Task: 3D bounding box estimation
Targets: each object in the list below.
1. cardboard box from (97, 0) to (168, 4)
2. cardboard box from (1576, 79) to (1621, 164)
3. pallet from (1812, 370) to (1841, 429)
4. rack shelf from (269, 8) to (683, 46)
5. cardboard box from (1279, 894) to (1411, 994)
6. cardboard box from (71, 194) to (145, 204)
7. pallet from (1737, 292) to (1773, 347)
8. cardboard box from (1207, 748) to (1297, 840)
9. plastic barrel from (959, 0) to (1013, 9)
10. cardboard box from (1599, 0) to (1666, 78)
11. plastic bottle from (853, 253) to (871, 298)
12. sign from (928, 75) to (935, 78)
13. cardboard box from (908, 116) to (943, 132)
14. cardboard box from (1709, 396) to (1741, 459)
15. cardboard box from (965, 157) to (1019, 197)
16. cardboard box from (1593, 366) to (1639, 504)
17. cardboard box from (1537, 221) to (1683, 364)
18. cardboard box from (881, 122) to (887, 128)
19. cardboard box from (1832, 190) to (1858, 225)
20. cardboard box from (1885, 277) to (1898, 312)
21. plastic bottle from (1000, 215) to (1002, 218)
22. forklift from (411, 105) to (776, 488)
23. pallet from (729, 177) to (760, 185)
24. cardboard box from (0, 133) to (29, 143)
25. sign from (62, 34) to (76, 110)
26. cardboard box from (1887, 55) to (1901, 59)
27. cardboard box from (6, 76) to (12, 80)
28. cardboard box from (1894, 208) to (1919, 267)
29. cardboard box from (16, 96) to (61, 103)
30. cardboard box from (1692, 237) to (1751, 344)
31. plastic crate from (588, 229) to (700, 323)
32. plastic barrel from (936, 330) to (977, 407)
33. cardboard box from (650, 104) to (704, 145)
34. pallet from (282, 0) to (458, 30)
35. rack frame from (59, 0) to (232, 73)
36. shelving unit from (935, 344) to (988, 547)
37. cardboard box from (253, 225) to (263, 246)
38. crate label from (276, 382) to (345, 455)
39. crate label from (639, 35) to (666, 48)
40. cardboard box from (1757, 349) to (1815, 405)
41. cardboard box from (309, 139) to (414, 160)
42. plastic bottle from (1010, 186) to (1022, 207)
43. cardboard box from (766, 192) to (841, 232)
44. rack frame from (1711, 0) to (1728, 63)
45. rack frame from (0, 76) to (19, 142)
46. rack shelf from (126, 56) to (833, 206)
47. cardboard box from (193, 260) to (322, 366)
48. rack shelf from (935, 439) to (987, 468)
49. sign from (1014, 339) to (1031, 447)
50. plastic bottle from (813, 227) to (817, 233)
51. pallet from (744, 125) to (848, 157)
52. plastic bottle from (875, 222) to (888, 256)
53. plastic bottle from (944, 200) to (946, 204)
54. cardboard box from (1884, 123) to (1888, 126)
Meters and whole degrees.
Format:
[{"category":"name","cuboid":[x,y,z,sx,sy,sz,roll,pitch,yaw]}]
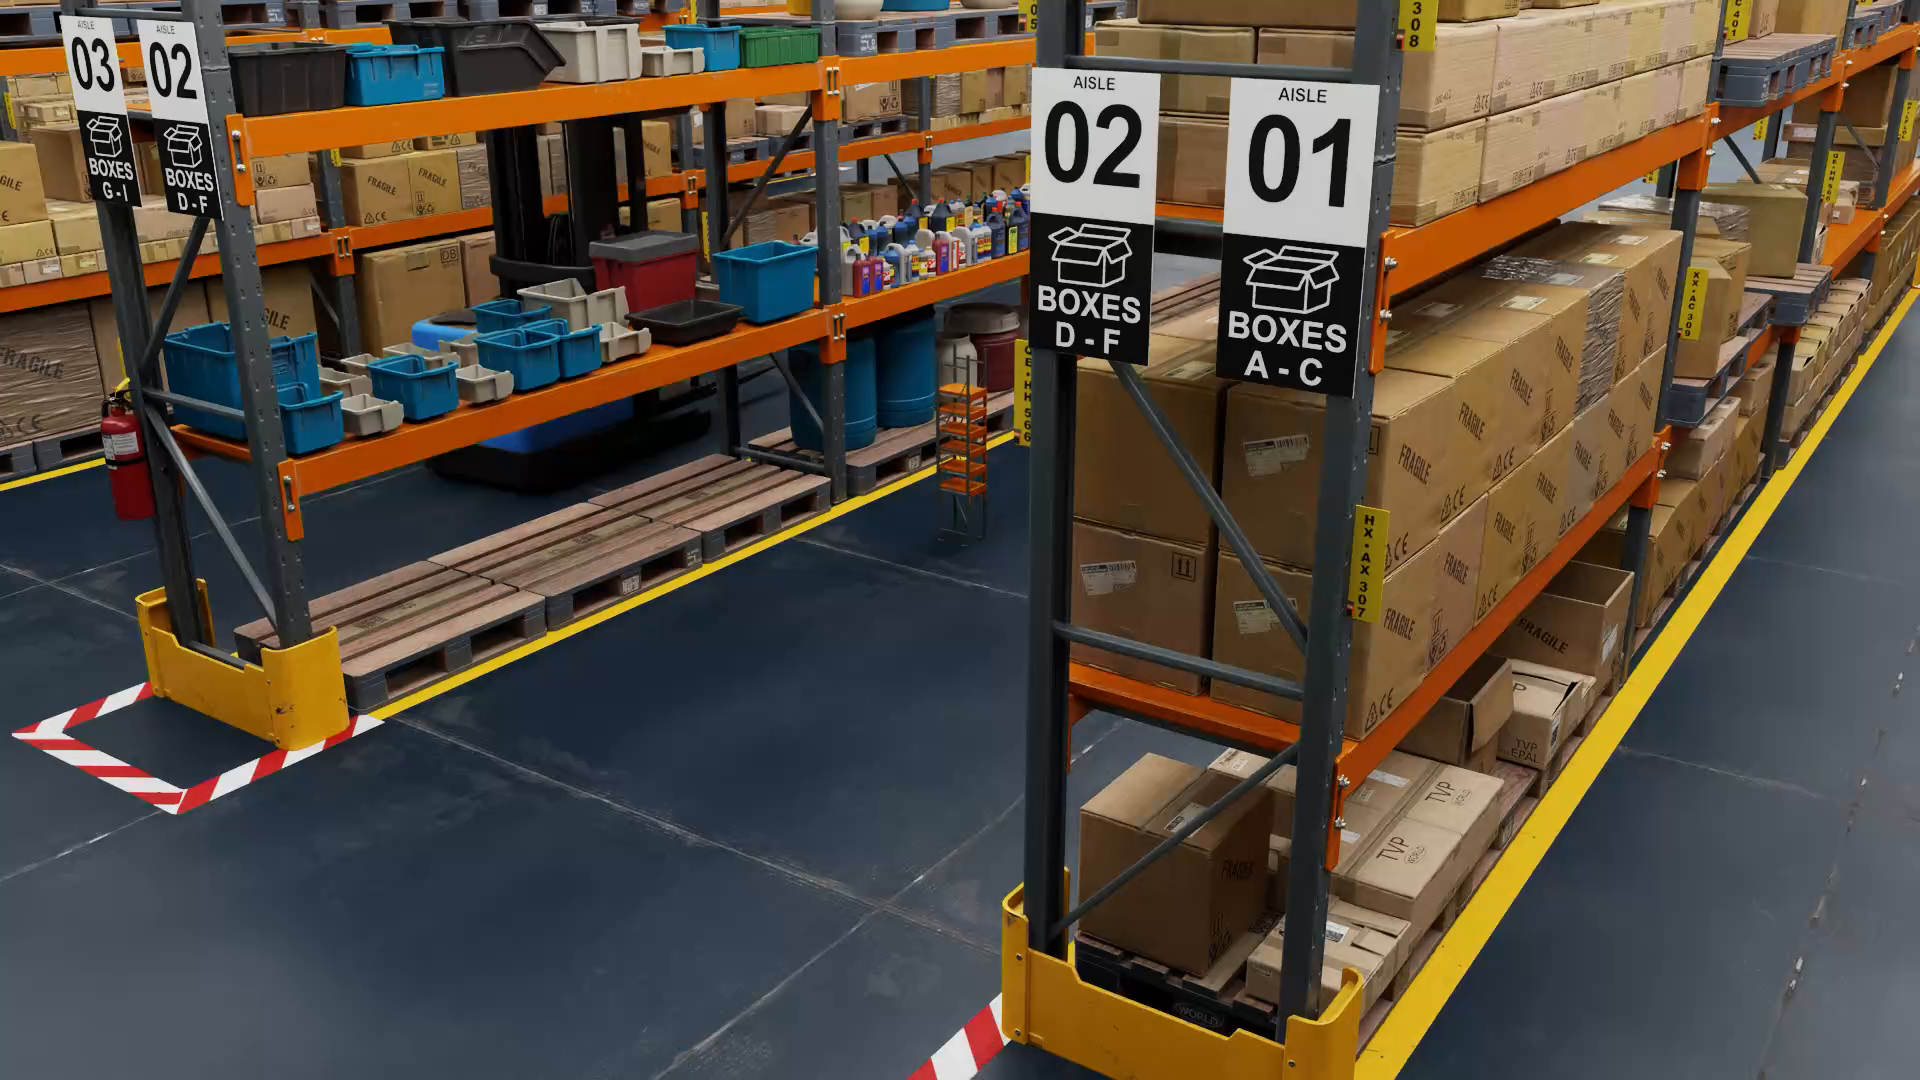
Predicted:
[{"category":"cardboard box","cuboid":[-5.984,-4.021,11.595,0.700,0.500,0.500,15,25,35]},{"category":"cardboard box","cuboid":[2.000,-1.496,5.879,0.500,0.250,0.500,13,24,32]},{"category":"pallet","cuboid":[6.333,-1.197,13.198,1.003,0.211,1.213,13,24,32]},{"category":"rack shelf","cuboid":[-4.164,-4.357,14.432,1.077,0.370,4.000,13,24,32]},{"category":"cardboard box","cuboid":[1.314,1.365,5.701,0.380,0.166,0.250,13,24,32]},{"category":"cardboard box","cuboid":[-6.339,-2.407,12.237,0.500,0.250,0.500,14,24,33]},{"category":"pallet","cuboid":[4.062,-1.279,9.676,1.003,0.211,1.213,13,24,32]},{"category":"cardboard box","cuboid":[1.315,0.980,6.622,0.500,0.250,0.500,13,24,32]},{"category":"plastic barrel","cuboid":[0.185,-4.025,11.697,0.433,0.535,0.433,0,20,0]},{"category":"cardboard box","cuboid":[2.287,-1.873,6.177,0.500,0.250,0.500,13,24,32]},{"category":"plastic bottle","cuboid":[-0.633,-1.715,10.745,0.061,0.283,0.133,13,24,32]},{"category":"sign","cuboid":[-0.330,-5.445,18.991,0.100,0.325,0.005,13,24,32]},{"category":"cardboard box","cuboid":[-0.421,-4.894,19.534,0.380,0.149,0.250,13,24,32]},{"category":"cardboard box","cuboid":[4.220,-0.688,9.690,0.500,0.250,0.500,13,24,31]},{"category":"cardboard box","cuboid":[0.417,-4.651,21.513,0.500,0.500,0.500,16,26,37]},{"category":"cardboard box","cuboid":[2.545,-0.486,7.110,0.500,0.500,0.500,14,25,33]},{"category":"cardboard box","cuboid":[2.833,-1.101,7.331,0.500,0.500,0.500,13,24,32]},{"category":"cardboard box","cuboid":[-0.913,-5.010,19.847,0.380,0.149,0.250,13,24,32]},{"category":"cardboard box","cuboid":[7.058,-2.725,13.501,0.396,0.266,0.258,13,24,31]},{"category":"cardboard box","cuboid":[8.482,-2.342,15.631,0.500,0.250,0.500,13,24,32]},{"category":"plastic bottle","cuboid":[0.310,-2.234,12.148,0.061,0.283,0.133,13,24,32]},{"category":"forklift","cuboid":[-2.521,-2.182,11.939,1.130,2.935,3.031,11,23,28]},{"category":"pallet","cuboid":[-3.659,-5.252,24.158,1.003,0.211,1.213,13,24,32]},{"category":"cardboard box","cuboid":[-9.274,-3.941,16.353,0.380,0.149,0.250,13,24,31]},{"category":"sign","cuboid":[-3.904,-2.060,7.338,0.100,0.325,0.005,13,24,32]},{"category":"cardboard box","cuboid":[8.209,-4.148,15.142,0.700,0.500,0.500,13,24,32]},{"category":"cardboard box","cuboid":[-11.876,-5.820,20.090,0.500,0.500,0.500,13,24,32]},{"category":"cardboard box","cuboid":[9.043,-2.981,16.277,0.500,0.500,0.500,13,24,32]},{"category":"cardboard box","cuboid":[-9.119,-4.298,16.461,0.380,0.149,0.250,12,24,30]},{"category":"cardboard box","cuboid":[3.688,-1.326,8.777,0.700,0.500,0.500,18,27,40]},{"category":"plastic crate","cuboid":[-1.901,-1.598,10.083,0.402,0.464,0.583,13,24,32]},{"category":"plastic barrel","cuboid":[-0.083,-1.278,12.377,0.421,0.512,0.421,0,20,0]},{"category":"cardboard box","cuboid":[-2.769,-4.268,16.729,0.500,0.500,0.500,10,23,25]},{"category":"pallet","cuboid":[-4.814,-4.303,13.527,0.805,0.209,1.217,12,24,30]},{"category":"rack frame","cuboid":[-3.440,-3.413,6.522,1.000,3.000,0.127,13,24,32]},{"category":"shelving unit","cuboid":[0.008,-0.567,10.068,0.258,1.200,0.189,13,24,32]},{"category":"cardboard box","cuboid":[-5.478,-2.297,12.512,0.380,0.149,0.250,13,24,31]},{"category":"crate label","cuboid":[-3.029,-0.556,7.599,0.416,0.233,0.303,13,24,32]},{"category":"crate label","cuboid":[-1.706,-2.947,9.963,0.293,0.136,0.466,13,24,32]},{"category":"cardboard box","cuboid":[5.689,-1.191,11.712,0.500,0.311,0.500,14,25,34]},{"category":"cardboard box","cuboid":[-4.936,-3.416,13.585,0.797,0.503,0.637,13,24,30]},{"category":"plastic bottle","cuboid":[0.458,-2.746,13.550,0.097,0.271,0.097,0,20,0]},{"category":"cardboard box","cuboid":[-1.752,-3.577,18.580,0.700,0.500,0.500,11,23,27]},{"category":"rack frame","cuboid":[2.903,-3.594,7.010,1.000,3.000,0.127,13,24,32]},{"category":"rack frame","cuboid":[-9.333,-3.710,15.970,1.000,3.000,0.127,13,24,32]},{"category":"rack shelf","cuboid":[-2.316,-2.243,8.718,1.077,0.370,4.000,13,24,32]},{"category":"cardboard box","cuboid":[-5.725,-1.740,13.103,0.875,0.875,0.875,13,24,32]},{"category":"rack shelf","cuboid":[0.008,-0.525,10.083,0.258,0.103,0.180,13,24,32]},{"category":"sign","cuboid":[0.206,-0.438,5.001,0.100,0.325,0.005,13,24,32]},{"category":"plastic bottle","cuboid":[-0.946,-2.052,11.559,0.144,0.351,0.185,13,24,32]},{"category":"pallet","cuboid":[-1.961,-4.347,17.970,1.003,0.211,1.213,13,24,32]},{"category":"plastic bottle","cuboid":[-0.559,-2.132,11.891,0.097,0.271,0.097,0,20,0]},{"category":"plastic bottle","cuboid":[-0.141,-2.457,12.751,0.061,0.283,0.133,13,24,32]},{"category":"cardboard box","cuboid":[7.852,-3.538,14.427,0.380,0.149,0.250,14,24,33]}]
